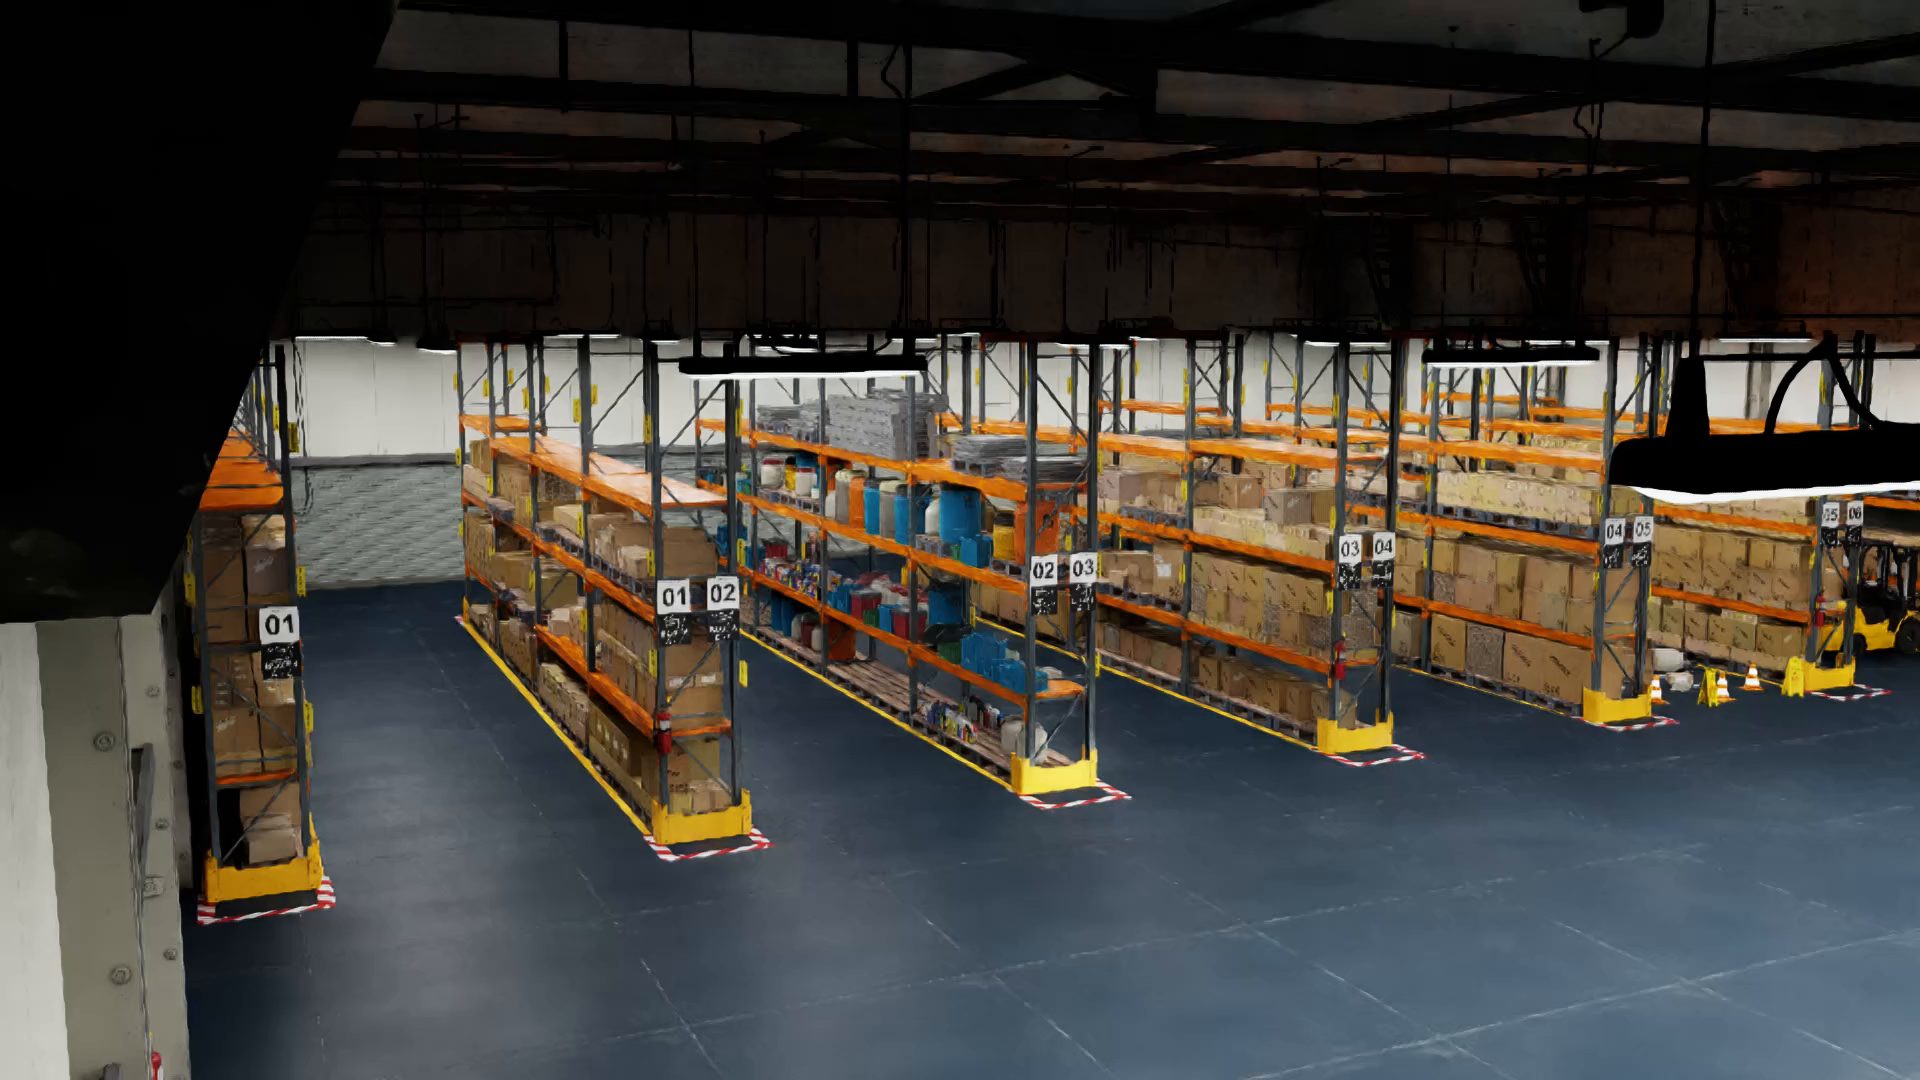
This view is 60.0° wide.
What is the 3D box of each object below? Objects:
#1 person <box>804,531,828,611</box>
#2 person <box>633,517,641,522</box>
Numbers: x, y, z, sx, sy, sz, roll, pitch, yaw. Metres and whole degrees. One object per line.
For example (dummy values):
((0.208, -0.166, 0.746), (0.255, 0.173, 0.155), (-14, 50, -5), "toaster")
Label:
((-3.160, 0.646, 35.841), (0.604, 1.724, 1.107), (-4, 9, -25), "person")
((-7.562, 0.282, 38.789), (0.682, 1.676, 0.535), (-4, 9, -26), "person")
